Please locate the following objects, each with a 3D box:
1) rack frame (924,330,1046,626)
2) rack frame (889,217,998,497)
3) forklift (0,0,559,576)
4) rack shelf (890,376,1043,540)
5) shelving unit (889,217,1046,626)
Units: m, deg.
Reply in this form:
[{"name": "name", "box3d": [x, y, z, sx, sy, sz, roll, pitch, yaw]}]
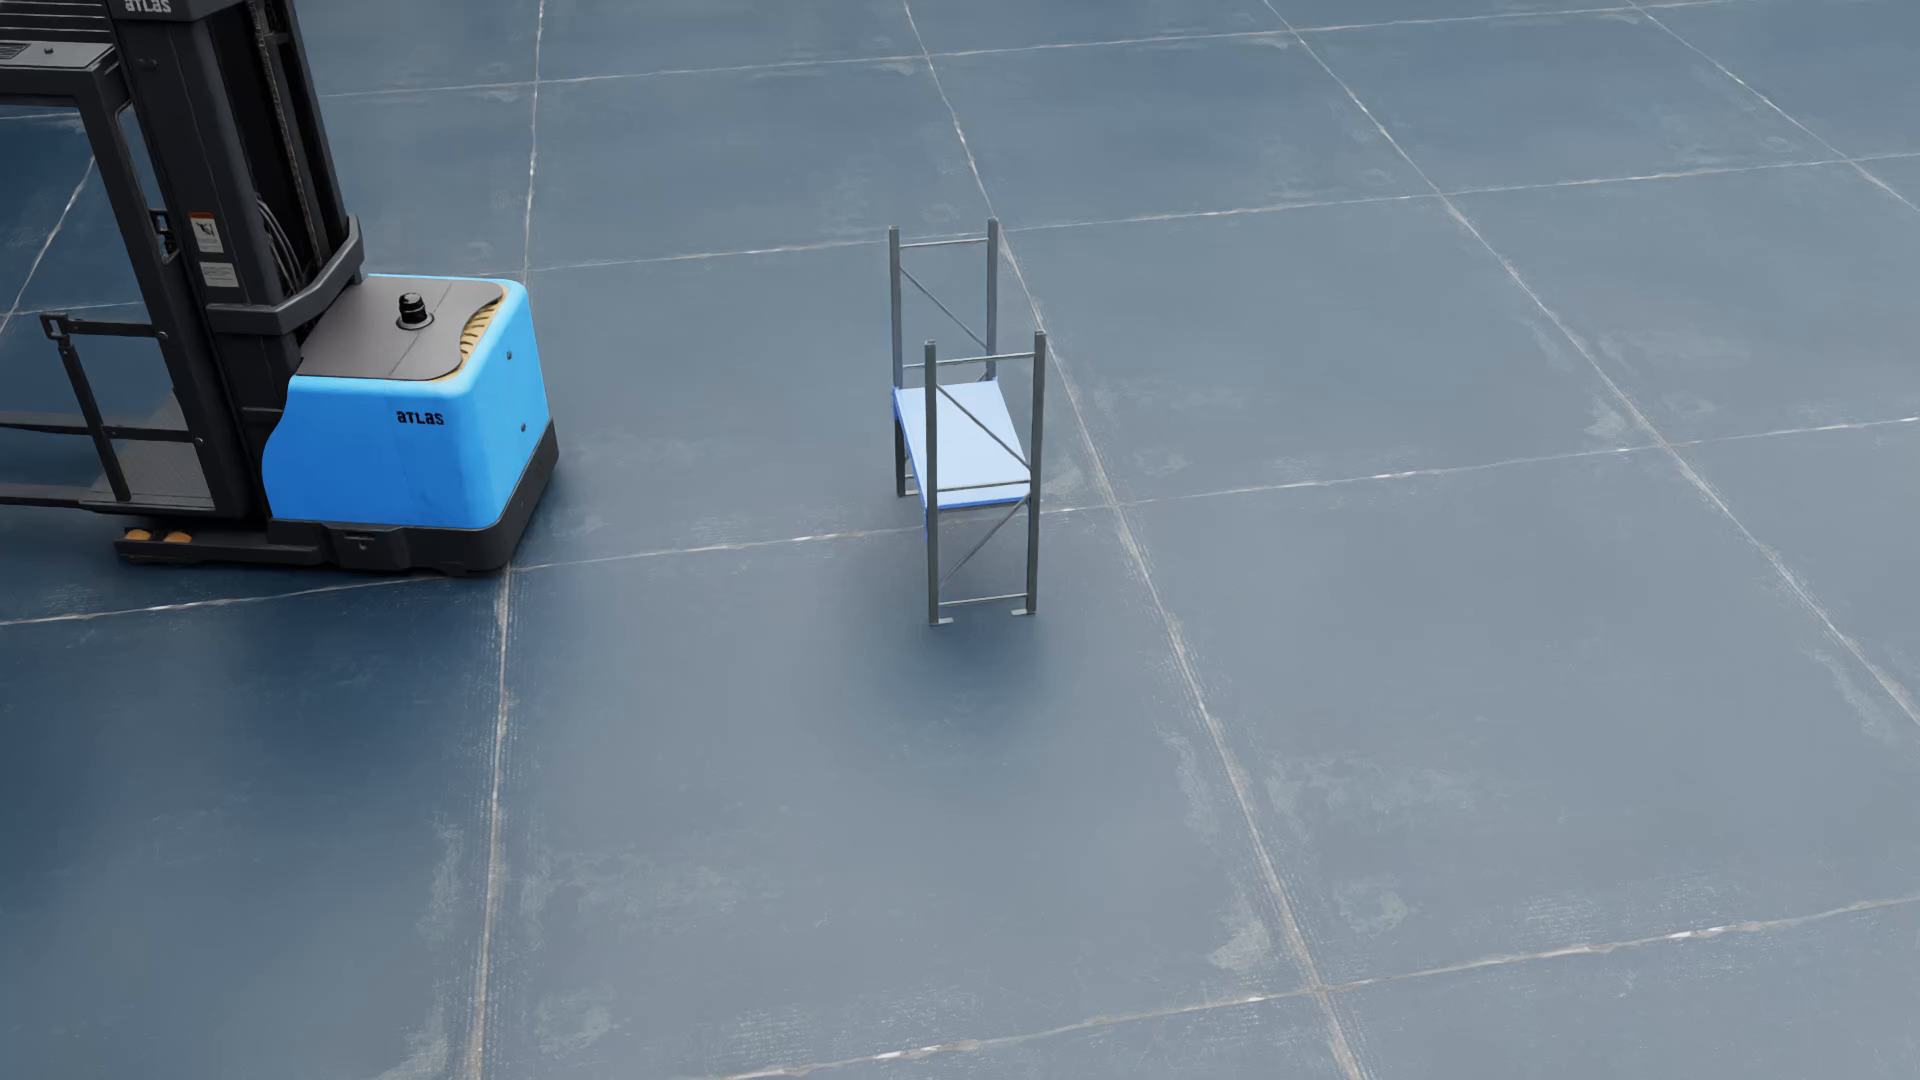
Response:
[{"name": "rack frame", "box3d": [0.104, -0.234, 7.228, 0.500, 1.500, 0.032, -6, 38, -8]}, {"name": "rack frame", "box3d": [-0.074, -0.848, 8.019, 0.500, 1.500, 0.032, -6, 38, -8]}, {"name": "forklift", "box3d": [-3.617, -1.352, 7.501, 3.031, 2.935, 1.130, 3, 38, 4]}, {"name": "rack shelf", "box3d": [0.015, -0.399, 7.734, 0.538, 0.185, 1.000, -6, 38, -8]}, {"name": "shelving unit", "box3d": [0.015, -0.541, 7.623, 0.538, 1.500, 1.048, -6, 38, -8]}]
